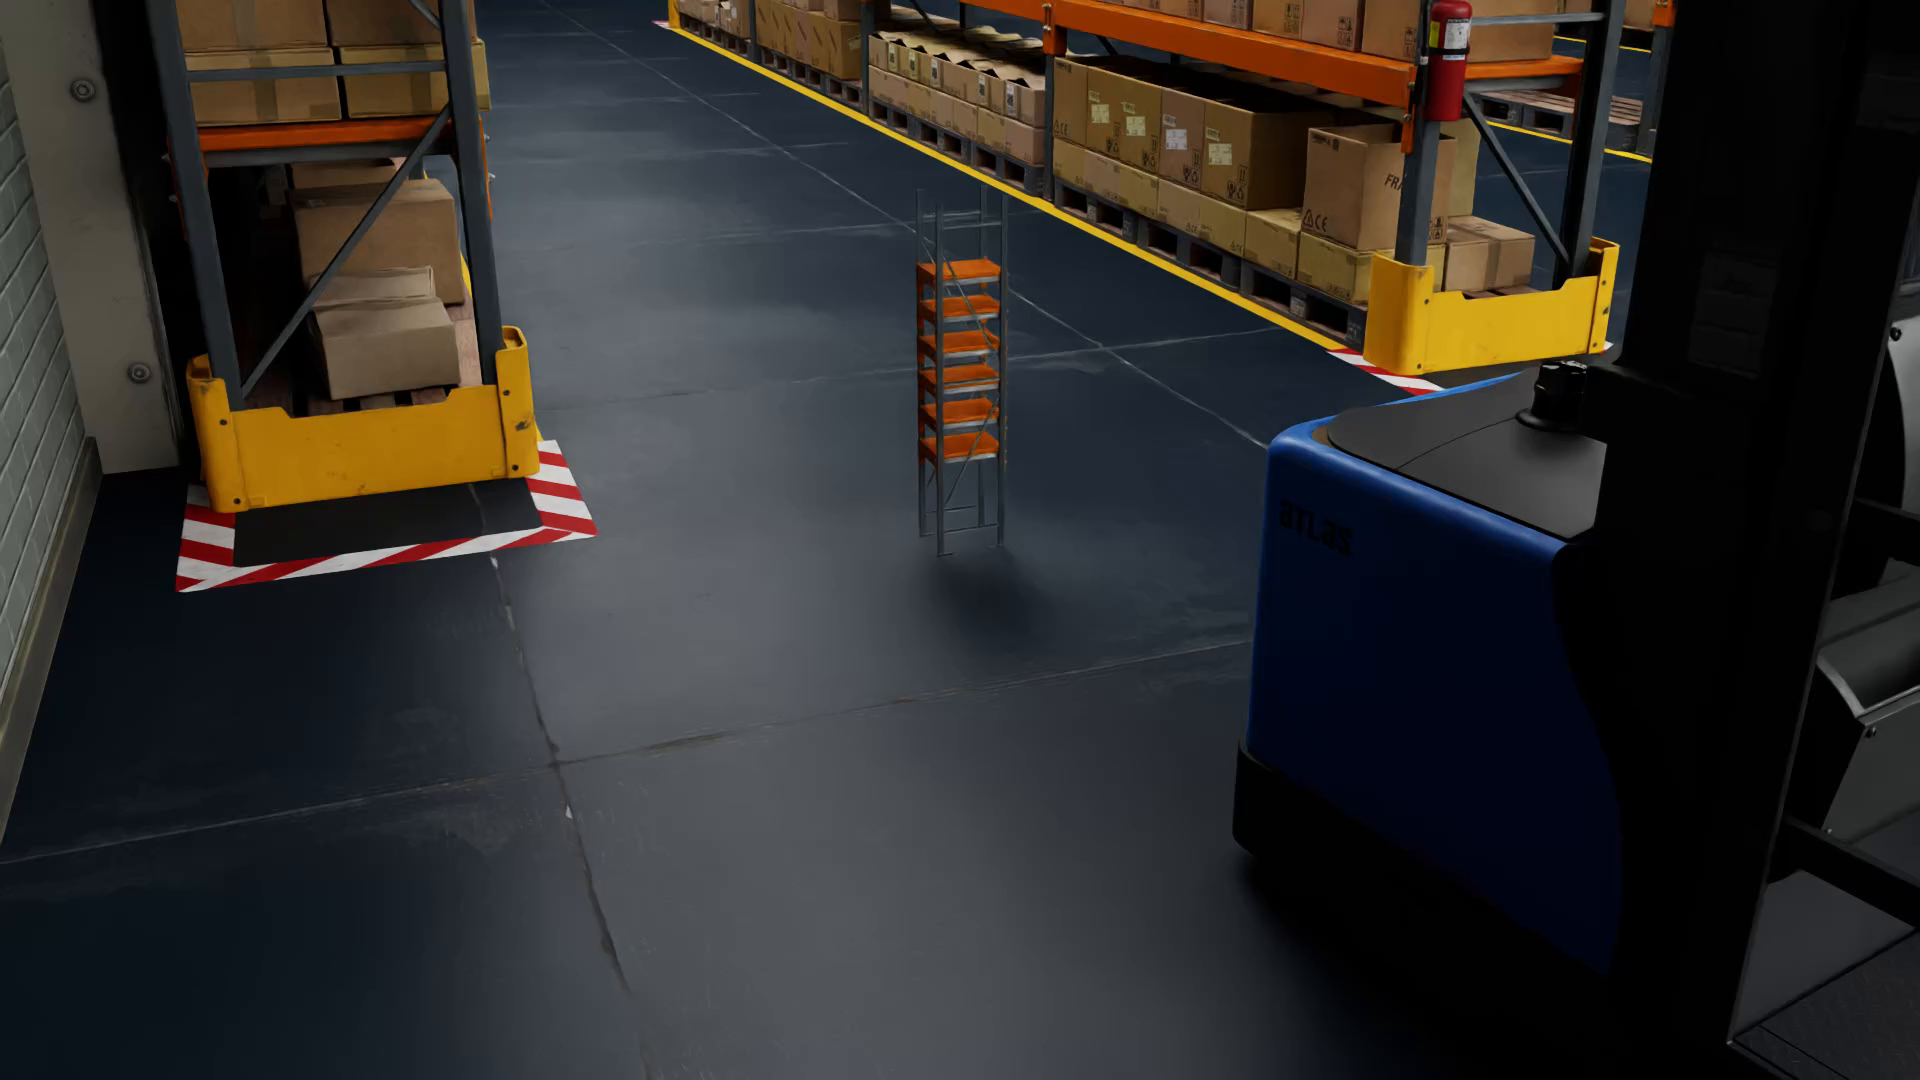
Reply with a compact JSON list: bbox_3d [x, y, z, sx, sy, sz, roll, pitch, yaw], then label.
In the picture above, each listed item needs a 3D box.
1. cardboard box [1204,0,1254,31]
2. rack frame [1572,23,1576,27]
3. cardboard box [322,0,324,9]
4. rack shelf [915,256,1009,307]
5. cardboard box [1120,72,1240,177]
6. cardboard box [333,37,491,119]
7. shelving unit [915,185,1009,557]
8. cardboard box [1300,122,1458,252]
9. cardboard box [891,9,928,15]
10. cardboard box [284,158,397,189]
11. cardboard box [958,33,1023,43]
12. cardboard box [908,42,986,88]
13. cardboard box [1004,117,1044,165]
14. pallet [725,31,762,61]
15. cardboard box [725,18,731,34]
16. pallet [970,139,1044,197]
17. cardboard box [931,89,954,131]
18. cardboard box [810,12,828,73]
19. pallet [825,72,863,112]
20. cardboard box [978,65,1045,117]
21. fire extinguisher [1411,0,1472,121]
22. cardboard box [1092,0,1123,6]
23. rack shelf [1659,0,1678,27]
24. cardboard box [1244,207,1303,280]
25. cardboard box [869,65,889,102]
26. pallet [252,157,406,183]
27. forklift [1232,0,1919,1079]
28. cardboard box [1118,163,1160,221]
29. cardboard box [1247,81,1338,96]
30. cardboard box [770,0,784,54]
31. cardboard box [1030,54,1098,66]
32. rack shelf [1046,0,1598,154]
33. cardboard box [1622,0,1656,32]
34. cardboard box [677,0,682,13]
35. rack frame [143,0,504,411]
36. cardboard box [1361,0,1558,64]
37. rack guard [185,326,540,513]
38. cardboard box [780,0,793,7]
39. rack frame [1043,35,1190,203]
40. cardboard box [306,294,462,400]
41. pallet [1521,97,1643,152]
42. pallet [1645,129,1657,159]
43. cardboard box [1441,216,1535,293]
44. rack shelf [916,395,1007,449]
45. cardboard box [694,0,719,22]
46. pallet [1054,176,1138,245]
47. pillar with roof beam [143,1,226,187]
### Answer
[{"bbox_3d":[1.756,-3.047,8.987,0.700,0.500,0.500,-8,24,-17],"label":"cardboard box"},{"bbox_3d":[7.488,-7.985,20.833,1.000,3.000,0.127,-8,24,-19],"label":"rack frame"},{"bbox_3d":[-2.597,-2.642,7.358,0.500,0.500,0.500,-8,24,-17],"label":"cardboard box"},{"bbox_3d":[0.005,-0.838,5.382,0.258,0.103,0.180,-8,24,-19],"label":"rack shelf"},{"bbox_3d":[1.270,-2.418,9.658,0.500,0.500,0.500,-8,24,-19],"label":"cardboard box"},{"bbox_3d":[-2.050,-1.747,6.200,0.500,0.250,0.500,-9,25,-21],"label":"cardboard box"},{"bbox_3d":[0.005,-0.548,5.505,0.258,1.200,0.189,-8,24,-19],"label":"shelving unit"},{"bbox_3d":[1.991,-1.693,7.939,0.500,0.500,0.500,-8,24,-19],"label":"cardboard box"},{"bbox_3d":[-0.624,-4.802,15.932,0.500,0.500,0.500,-9,24,-20],"label":"cardboard box"},{"bbox_3d":[-3.183,-1.719,8.617,0.500,0.500,0.500,-10,25,-23],"label":"cardboard box"},{"bbox_3d":[0.238,-4.014,13.689,0.500,0.311,0.500,-9,24,-20],"label":"cardboard box"},{"bbox_3d":[-0.086,-3.753,13.069,0.500,0.311,0.500,-9,24,-20],"label":"cardboard box"},{"bbox_3d":[0.628,-2.758,11.430,0.500,0.250,0.500,-9,24,-20],"label":"cardboard box"},{"bbox_3d":[-2.022,-5.592,18.746,1.003,0.211,1.213,-8,24,-19],"label":"pallet"},{"bbox_3d":[-2.436,-5.812,18.782,0.380,0.149,0.250,-8,24,-19],"label":"cardboard box"},{"bbox_3d":[0.749,-2.698,11.879,1.003,0.211,1.213,-8,24,-19],"label":"pallet"},{"bbox_3d":[0.091,-3.313,12.747,0.500,0.250,0.500,-8,24,-18],"label":"cardboard box"},{"bbox_3d":[-1.100,-4.720,15.739,0.500,0.500,0.500,-9,25,-21],"label":"cardboard box"},{"bbox_3d":[-0.596,-4.165,15.361,1.003,0.211,1.213,-8,24,-19],"label":"pallet"},{"bbox_3d":[0.445,-3.201,11.761,0.500,0.311,0.500,-8,24,-18],"label":"cardboard box"},{"bbox_3d":[2.066,-2.125,7.028,0.296,0.674,0.183,-8,24,-19],"label":"fire extinguisher"},{"bbox_3d":[1.208,-3.606,10.315,0.700,0.500,0.500,-9,24,-20],"label":"cardboard box"},{"bbox_3d":[6.387,-3.340,10.740,1.077,0.370,4.000,-8,24,-19],"label":"rack shelf"},{"bbox_3d":[1.805,-1.528,8.512,0.500,0.250,0.500,-8,24,-19],"label":"cardboard box"},{"bbox_3d":[-0.457,-3.870,14.069,0.500,0.250,0.500,-8,24,-19],"label":"cardboard box"},{"bbox_3d":[-4.299,-2.481,11.365,1.003,0.211,1.213,-8,24,-19],"label":"pallet"},{"bbox_3d":[1.856,-0.216,2.488,1.130,2.935,3.031,-14,27,-30],"label":"forklift"},{"bbox_3d":[1.269,-2.072,9.803,0.500,0.250,0.500,-8,24,-19],"label":"cardboard box"},{"bbox_3d":[1.950,-2.310,9.402,0.500,0.500,0.500,-8,24,-19],"label":"cardboard box"},{"bbox_3d":[-1.639,-5.277,17.059,0.500,0.500,0.500,-8,24,-18],"label":"cardboard box"},{"bbox_3d":[0.777,-3.460,12.375,0.500,0.311,0.500,-9,25,-21],"label":"cardboard box"},{"bbox_3d":[1.752,-2.662,9.130,1.077,0.370,4.000,-8,24,-19],"label":"rack shelf"},{"bbox_3d":[8.369,-6.325,19.089,1.225,0.875,0.875,-8,24,-19],"label":"cardboard box"},{"bbox_3d":[-3.367,-6.770,21.055,0.380,0.149,0.250,-8,24,-19],"label":"cardboard box"},{"bbox_3d":[-2.174,-1.586,5.651,1.000,3.000,0.127,-8,24,-19],"label":"rack frame"},{"bbox_3d":[2.306,-2.484,7.654,0.700,0.500,0.500,-8,24,-19],"label":"cardboard box"},{"bbox_3d":[-2.201,-0.462,6.202,1.175,0.500,0.348,-8,24,-19],"label":"rack guard"},{"bbox_3d":[-1.484,-5.451,16.508,0.500,0.250,0.500,-8,24,-19],"label":"cardboard box"},{"bbox_3d":[1.046,-3.720,10.715,1.000,3.000,0.127,-8,24,-19],"label":"rack frame"},{"bbox_3d":[-2.335,-0.813,6.713,0.500,0.311,0.500,-11,25,-25],"label":"cardboard box"},{"bbox_3d":[5.367,-3.394,13.530,1.003,0.211,1.213,-8,24,-19],"label":"pallet"},{"bbox_3d":[5.879,-2.864,12.273,1.003,0.211,1.213,-8,24,-19],"label":"pallet"},{"bbox_3d":[2.477,-1.419,8.254,0.500,0.250,0.500,-8,24,-19],"label":"cardboard box"},{"bbox_3d":[0.005,-0.396,5.568,0.258,0.103,0.180,-8,24,-19],"label":"rack shelf"},{"bbox_3d":[-2.914,-6.416,20.085,0.500,0.250,0.500,-8,24,-19],"label":"cardboard box"},{"bbox_3d":[1.287,-2.141,10.557,1.003,0.211,1.213,-8,24,-19],"label":"pallet"},{"bbox_3d":[-1.323,-7.257,11.381,9.100,9.000,0.400,-8,24,-19],"label":"pillar with roof beam"}]
